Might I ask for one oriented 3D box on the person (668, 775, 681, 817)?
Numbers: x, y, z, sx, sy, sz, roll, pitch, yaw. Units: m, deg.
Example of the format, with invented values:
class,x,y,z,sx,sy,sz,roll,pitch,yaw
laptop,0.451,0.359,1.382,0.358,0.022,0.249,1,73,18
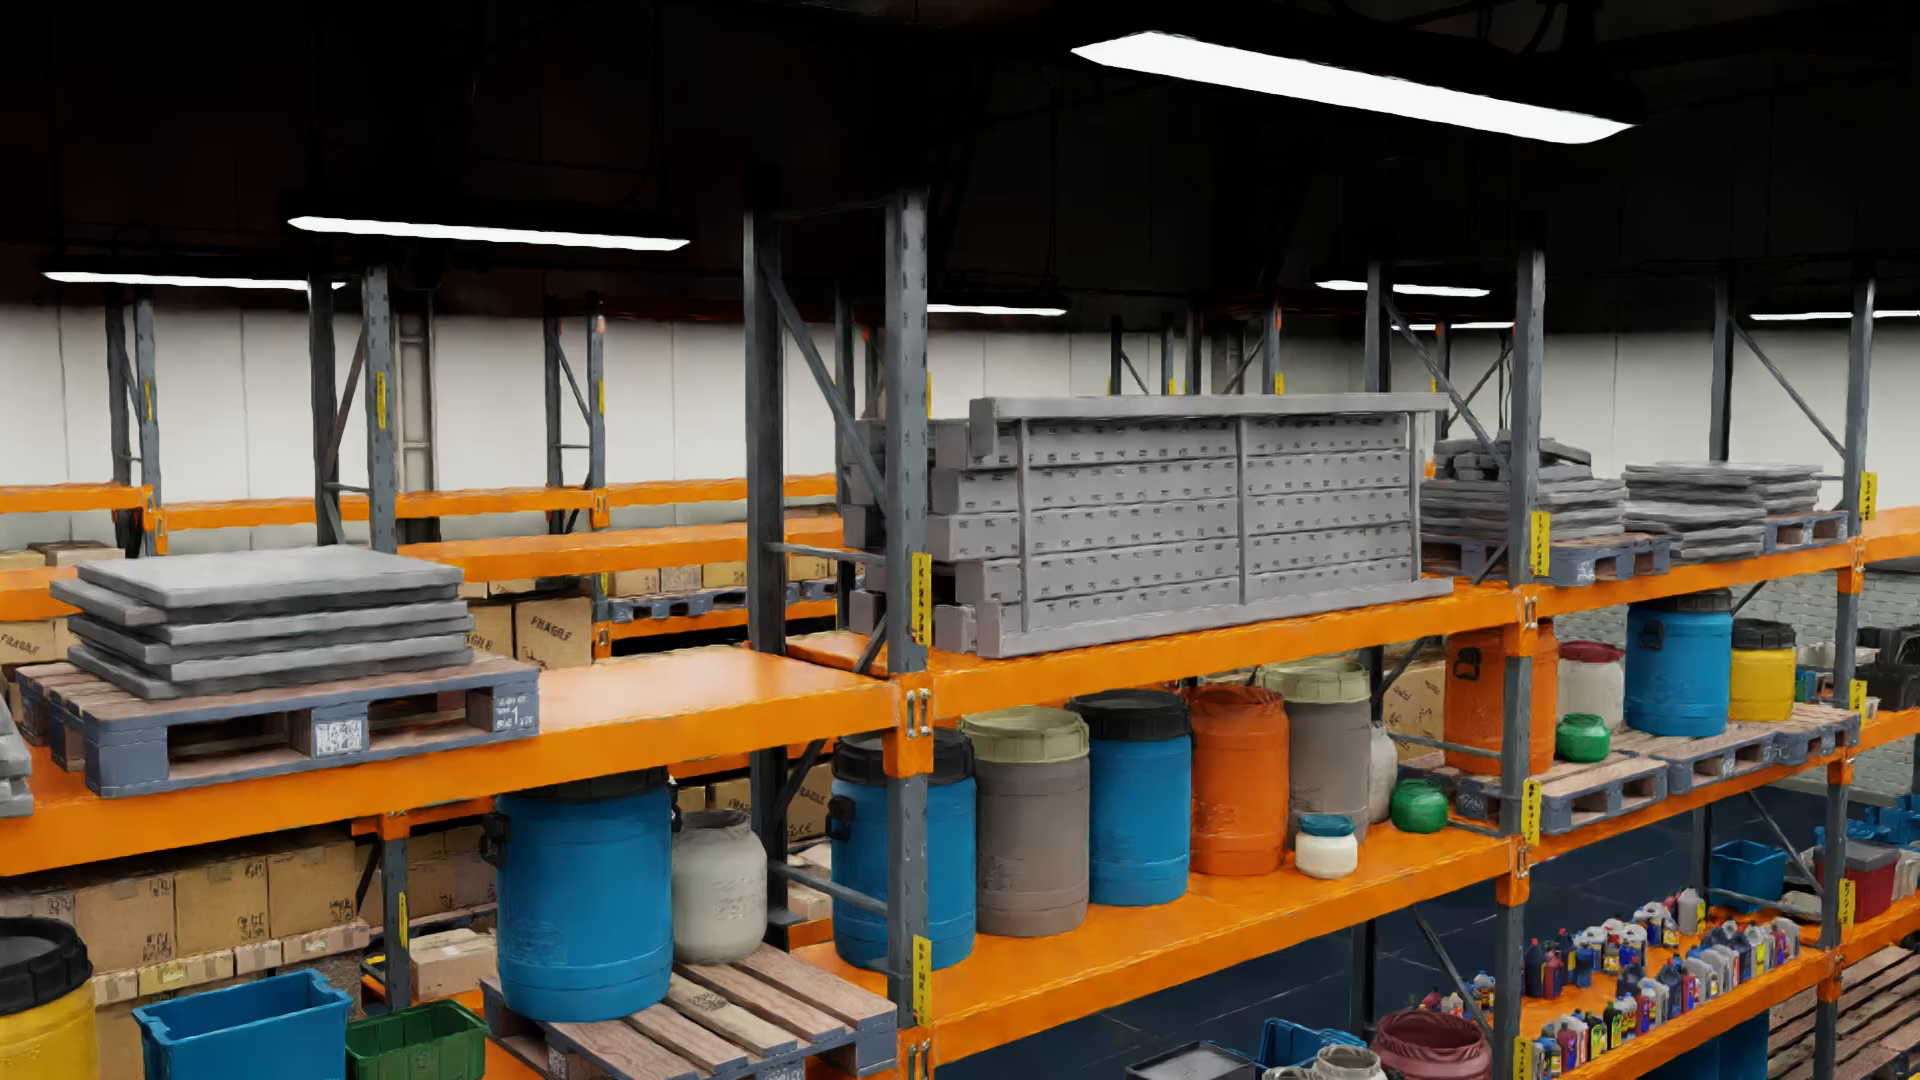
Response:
class,x,y,z,sx,sy,sz,roll,pitch,yaw
person,-2.522,2.878,14.357,0.450,1.788,0.601,2,6,22
